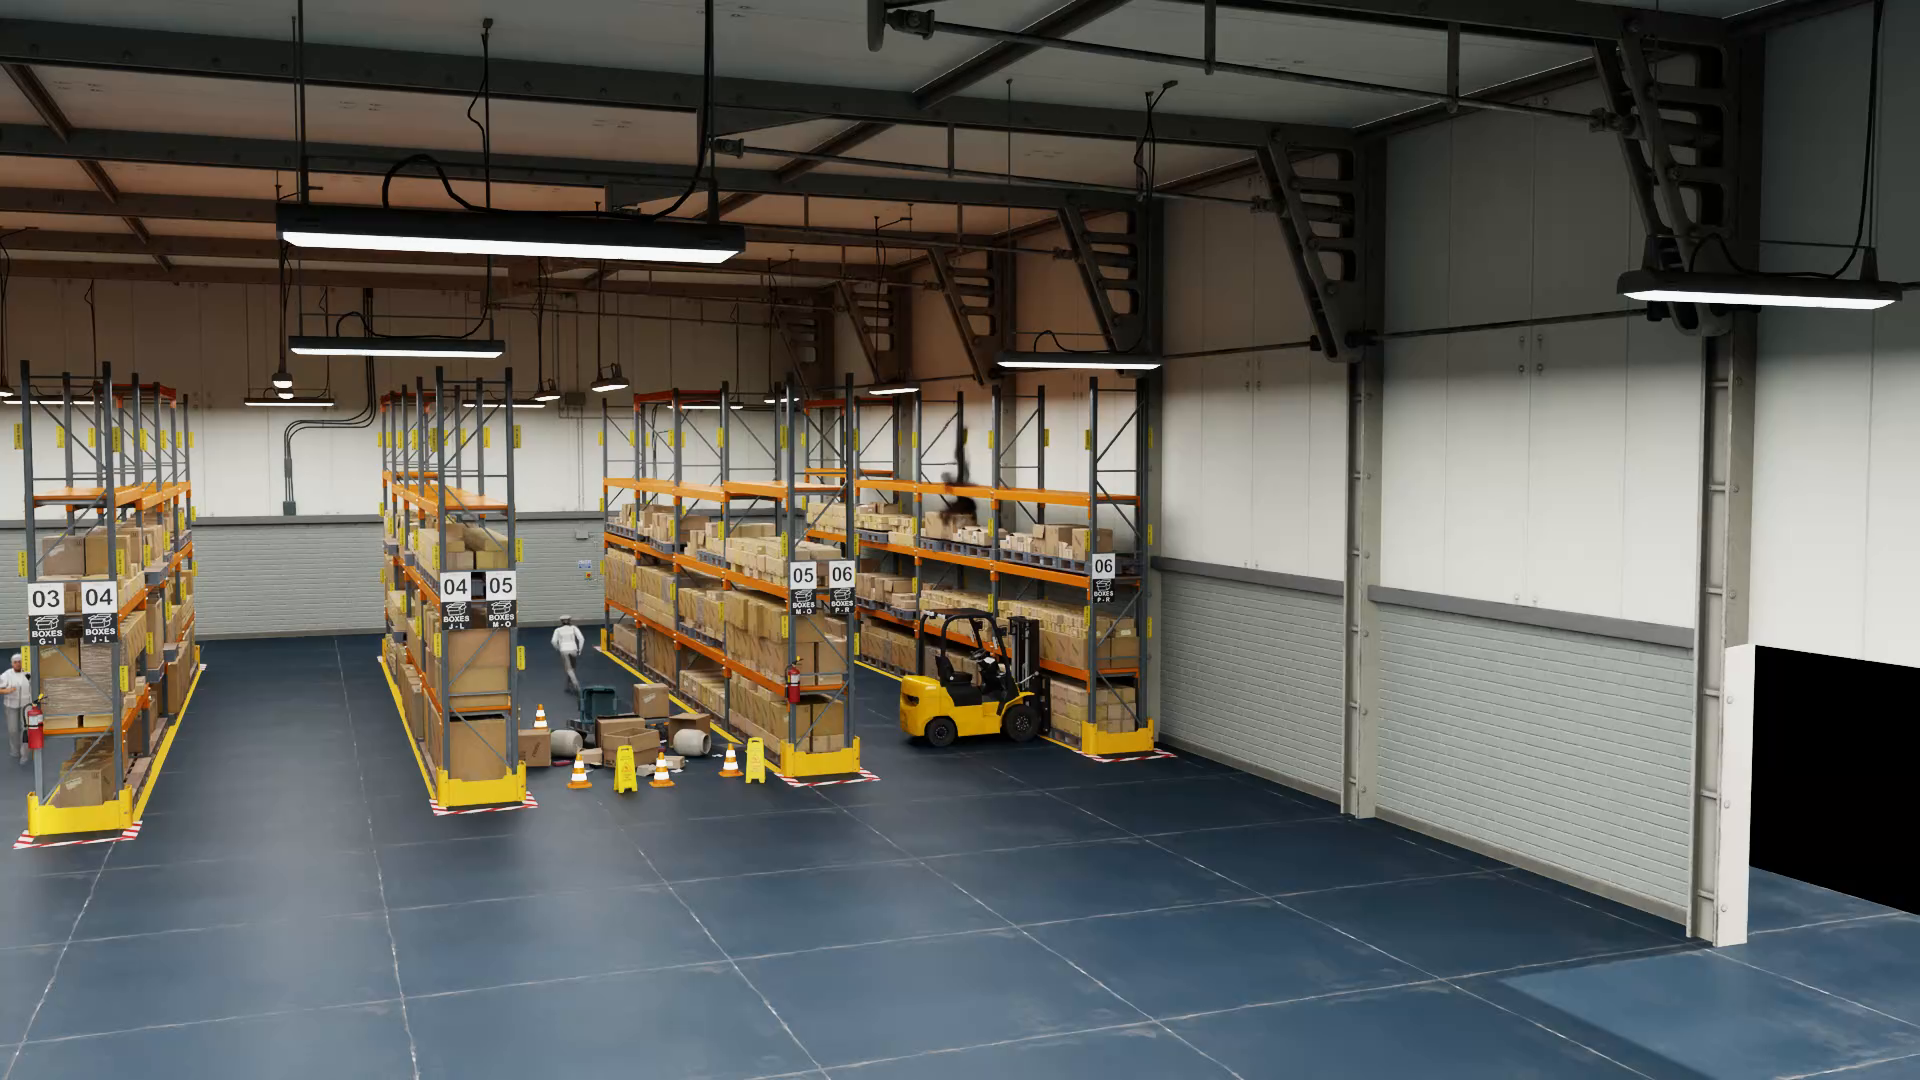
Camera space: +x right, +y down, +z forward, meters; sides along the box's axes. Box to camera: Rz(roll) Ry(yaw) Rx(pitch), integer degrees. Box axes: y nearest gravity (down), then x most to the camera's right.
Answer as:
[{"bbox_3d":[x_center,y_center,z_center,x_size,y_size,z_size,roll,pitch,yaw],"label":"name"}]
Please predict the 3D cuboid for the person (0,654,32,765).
[{"bbox_3d":[-14.625,2.593,25.838,0.598,1.669,0.933,-2,4,-30],"label":"person"}]

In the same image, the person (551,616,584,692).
[{"bbox_3d":[-7.740,2.299,32.886,0.623,1.523,1.009,-1,4,-21],"label":"person"}]
